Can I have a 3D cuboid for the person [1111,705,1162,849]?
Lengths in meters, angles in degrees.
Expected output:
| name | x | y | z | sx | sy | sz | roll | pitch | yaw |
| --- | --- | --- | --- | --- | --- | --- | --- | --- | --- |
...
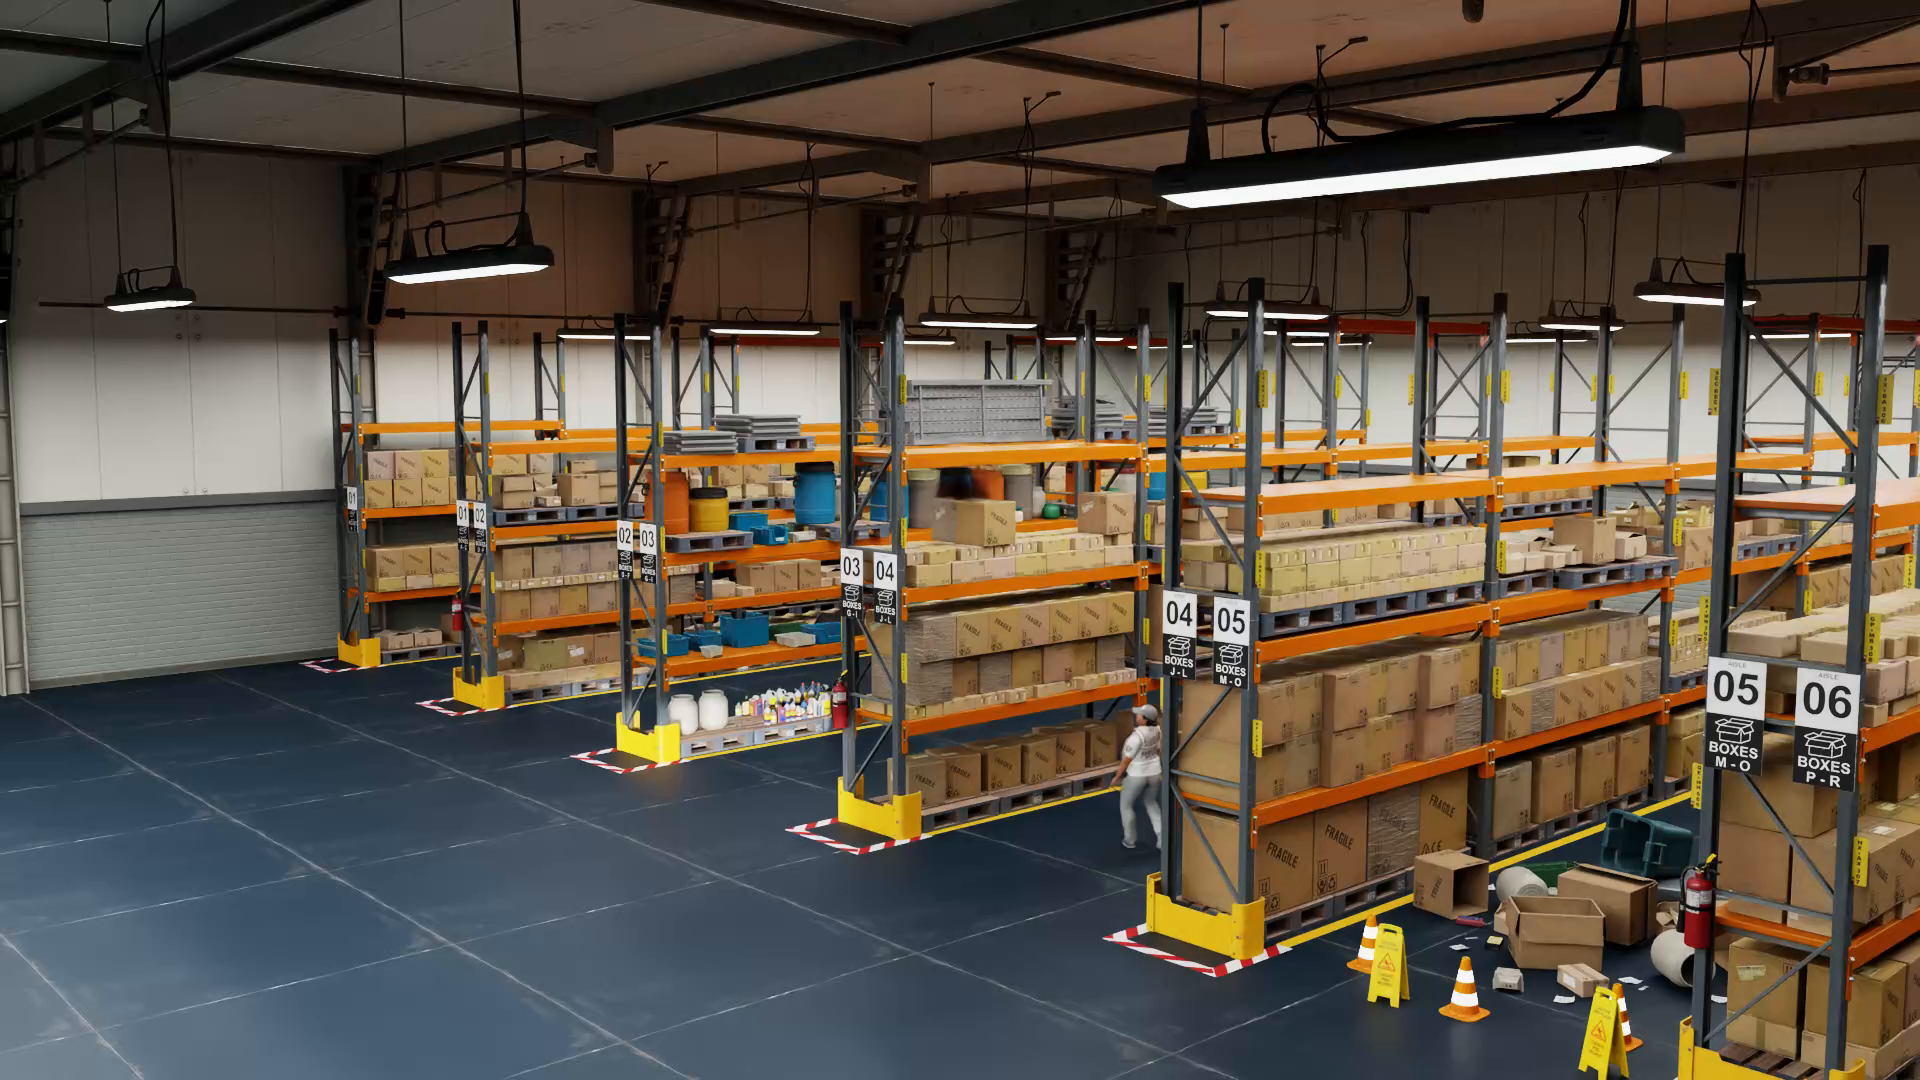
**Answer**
| name | x | y | z | sx | sy | sz | roll | pitch | yaw |
| --- | --- | --- | --- | --- | --- | --- | --- | --- | --- |
| person | 1.939 | 2.578 | 18.133 | 0.576 | 1.646 | 0.566 | -3 | 7 | -31 |
